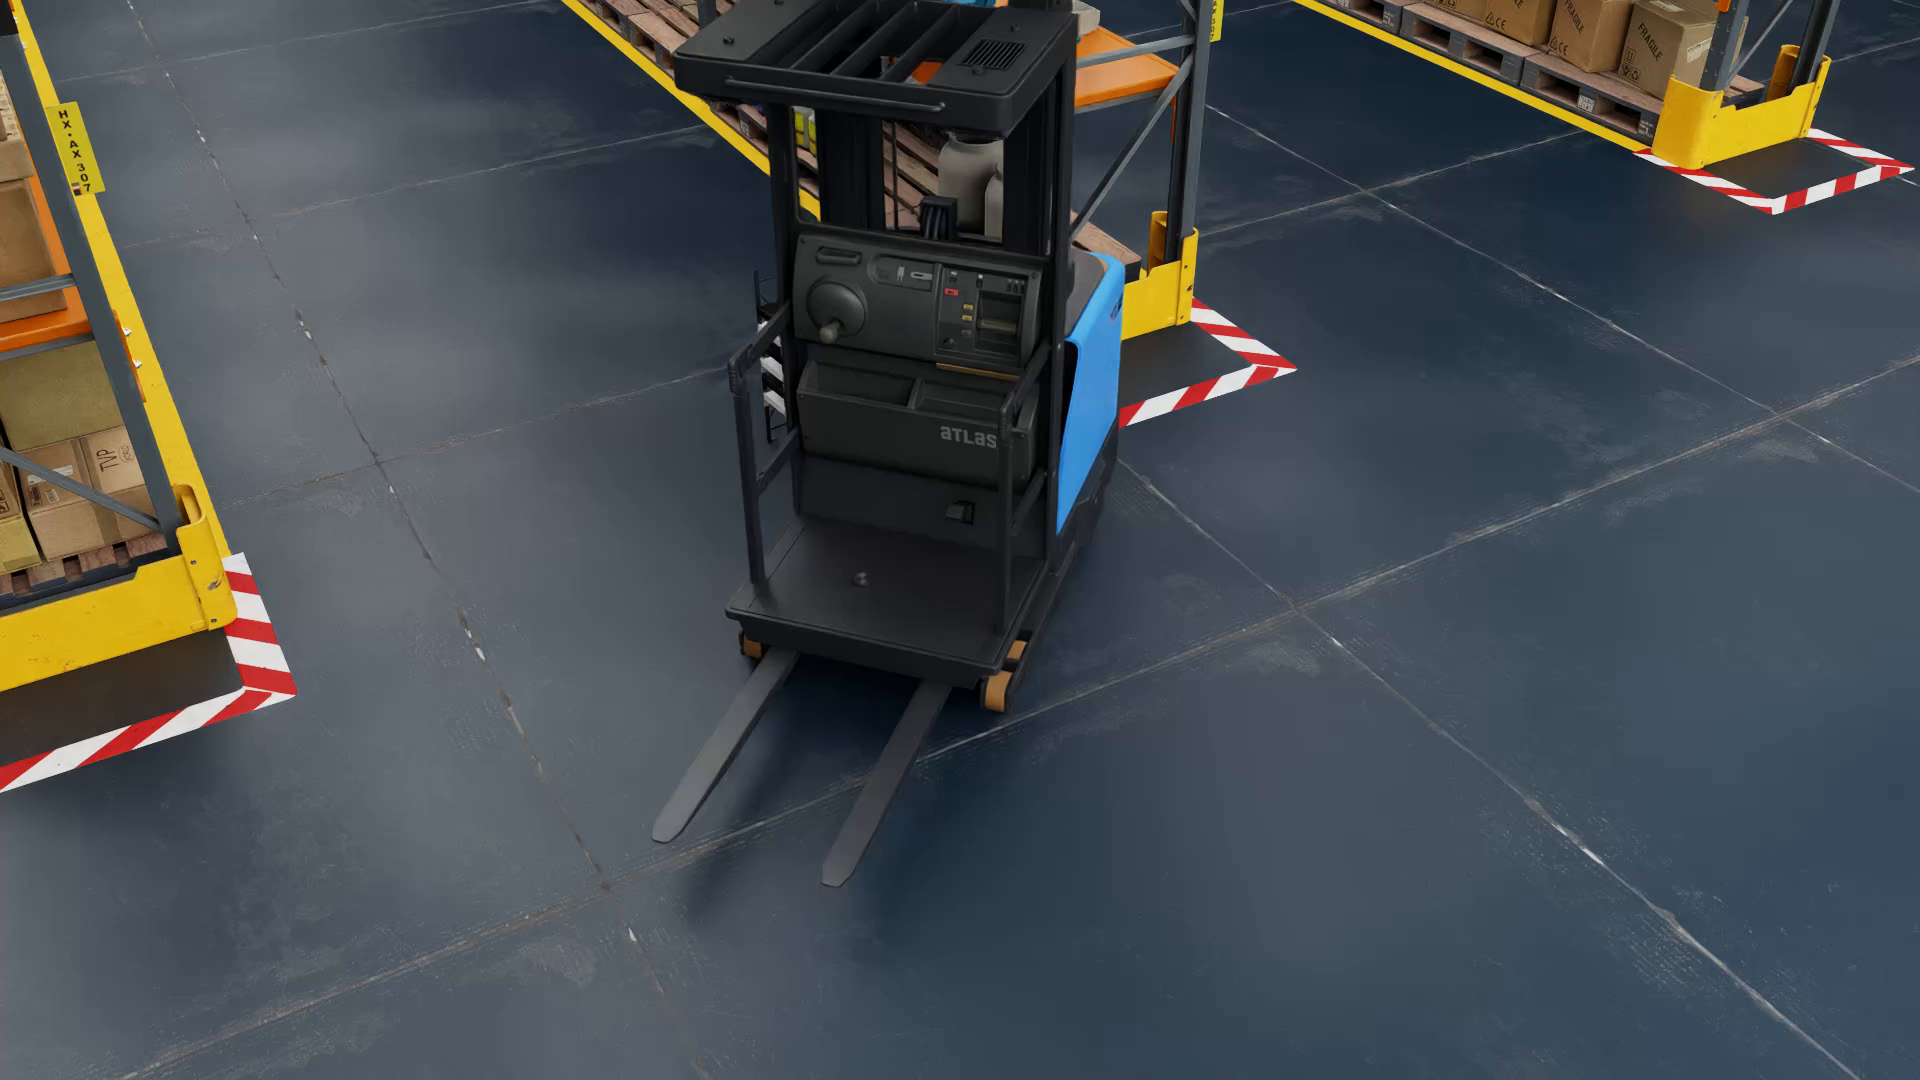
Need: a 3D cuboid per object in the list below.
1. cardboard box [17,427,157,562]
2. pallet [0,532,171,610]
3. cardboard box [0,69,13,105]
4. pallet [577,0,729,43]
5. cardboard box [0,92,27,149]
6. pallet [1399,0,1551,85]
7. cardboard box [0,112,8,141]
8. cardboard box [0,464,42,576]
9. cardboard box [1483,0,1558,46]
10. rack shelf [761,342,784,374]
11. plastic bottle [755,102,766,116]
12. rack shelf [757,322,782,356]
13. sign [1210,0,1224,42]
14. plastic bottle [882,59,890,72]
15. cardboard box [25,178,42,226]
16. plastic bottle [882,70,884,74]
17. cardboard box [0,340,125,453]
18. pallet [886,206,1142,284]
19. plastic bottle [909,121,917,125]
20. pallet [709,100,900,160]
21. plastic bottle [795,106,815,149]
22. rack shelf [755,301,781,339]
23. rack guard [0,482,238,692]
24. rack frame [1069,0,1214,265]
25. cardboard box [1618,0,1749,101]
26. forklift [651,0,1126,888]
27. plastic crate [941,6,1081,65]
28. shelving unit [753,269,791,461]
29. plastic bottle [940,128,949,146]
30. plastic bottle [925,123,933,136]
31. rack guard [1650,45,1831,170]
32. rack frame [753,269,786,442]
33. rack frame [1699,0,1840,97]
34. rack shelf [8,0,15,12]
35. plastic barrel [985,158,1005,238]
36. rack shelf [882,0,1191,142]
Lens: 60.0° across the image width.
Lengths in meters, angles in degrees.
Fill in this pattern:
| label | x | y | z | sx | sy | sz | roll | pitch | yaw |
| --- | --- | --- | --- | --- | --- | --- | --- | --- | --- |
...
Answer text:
| label | x | y | z | sx | sy | sz | roll | pitch | yaw |
| --- | --- | --- | --- | --- | --- | --- | --- | --- | --- |
| cardboard box | -3.621 | -0.207 | 6.965 | 0.500 | 0.250 | 0.500 | -19 | 40 | -24 |
| pallet | -3.964 | -0.060 | 7.153 | 1.003 | 0.211 | 1.213 | -19 | 40 | -24 |
| cardboard box | -3.939 | -1.765 | 6.489 | 0.380 | 0.149 | 0.250 | -20 | 40 | -25 |
| pallet | -2.314 | -4.200 | 12.821 | 1.003 | 0.211 | 1.213 | -19 | 40 | -24 |
| cardboard box | -3.690 | -1.508 | 6.137 | 0.380 | 0.149 | 0.250 | -20 | 41 | -25 |
| pallet | 3.999 | -3.701 | 12.138 | 1.003 | 0.211 | 1.213 | -19 | 40 | -24 |
| cardboard box | -3.794 | -1.641 | 5.769 | 0.700 | 0.500 | 0.500 | -19 | 40 | -24 |
| cardboard box | -4.068 | -0.053 | 6.755 | 0.500 | 0.250 | 0.500 | -19 | 40 | -24 |
| cardboard box | 4.096 | -3.845 | 11.734 | 0.500 | 0.500 | 0.500 | -15 | 39 | -20 |
| rack shelf | -0.756 | -0.868 | 7.580 | 0.258 | 0.077 | 0.200 | -24 | 42 | -29 |
| plastic bottle | -1.222 | -2.887 | 10.533 | 0.144 | 0.351 | 0.185 | -18 | 40 | -23 |
| rack shelf | -0.756 | -0.941 | 7.527 | 0.258 | 0.077 | 0.200 | -24 | 42 | -29 |
| sign | 1.219 | -2.547 | 7.959 | 0.100 | 0.325 | 0.005 | -19 | 40 | -24 |
| plastic bottle | -0.437 | -2.916 | 10.572 | 0.144 | 0.351 | 0.185 | -19 | 40 | -24 |
| cardboard box | -4.035 | -1.357 | 6.480 | 0.700 | 0.500 | 0.500 | -18 | 40 | -23 |
| plastic bottle | -0.513 | -2.845 | 10.533 | 0.061 | 0.283 | 0.133 | -19 | 40 | -24 |
| cardboard box | -3.874 | -0.764 | 7.092 | 0.500 | 0.500 | 0.500 | -19 | 40 | -24 |
| pallet | 0.259 | -1.589 | 9.246 | 1.003 | 0.211 | 1.213 | -19 | 40 | -24 |
| plastic bottle | -0.276 | -2.720 | 10.430 | 0.097 | 0.201 | 0.097 | 0 | 36 | 0 |
| pallet | -0.967 | -2.833 | 10.950 | 1.003 | 0.211 | 1.213 | -19 | 40 | -24 |
| plastic bottle | -0.913 | -2.574 | 10.104 | 0.144 | 0.351 | 0.185 | -19 | 40 | -24 |
| rack shelf | -0.756 | -1.014 | 7.474 | 0.258 | 0.077 | 0.200 | -24 | 42 | -29 |
| rack guard | -3.532 | 0.214 | 6.534 | 1.175 | 0.500 | 0.348 | -19 | 40 | -24 |
| rack frame | 0.741 | -2.274 | 7.820 | 1.000 | 3.000 | 0.127 | -19 | 40 | -24 |
| cardboard box | 4.724 | -3.225 | 10.886 | 0.500 | 0.500 | 0.500 | -12 | 38 | -16 |
| forklift | -0.229 | -0.795 | 5.854 | 1.130 | 2.935 | 3.031 | 11 | 38 | 15 |
| plastic crate | 0.231 | -2.380 | 8.092 | 0.499 | 0.251 | 0.616 | -19 | 40 | -24 |
| shelving unit | -0.756 | -0.823 | 7.613 | 0.258 | 0.900 | 0.210 | -24 | 42 | -29 |
| plastic bottle | -0.073 | -2.542 | 10.127 | 0.097 | 0.271 | 0.097 | 0 | 36 | 0 |
| plastic bottle | -0.173 | -2.615 | 10.287 | 0.097 | 0.201 | 0.097 | 0 | 36 | 0 |
| rack guard | 4.985 | -2.771 | 10.620 | 1.175 | 0.500 | 0.348 | -19 | 40 | -24 |
| rack frame | -0.817 | -0.871 | 7.679 | 0.240 | 0.900 | 0.006 | -24 | 42 | -29 |
| rack frame | 5.024 | -3.742 | 9.830 | 1.000 | 3.000 | 0.127 | -19 | 40 | -24 |
| rack shelf | -4.548 | -2.749 | 6.537 | 1.077 | 0.370 | 4.000 | -19 | 40 | -24 |
| plastic barrel | 0.344 | -1.752 | 8.859 | 0.421 | 0.512 | 0.421 | 0 | 36 | 0 |
| rack shelf | -0.264 | -3.003 | 9.429 | 1.077 | 0.370 | 4.000 | -19 | 40 | -24 |
